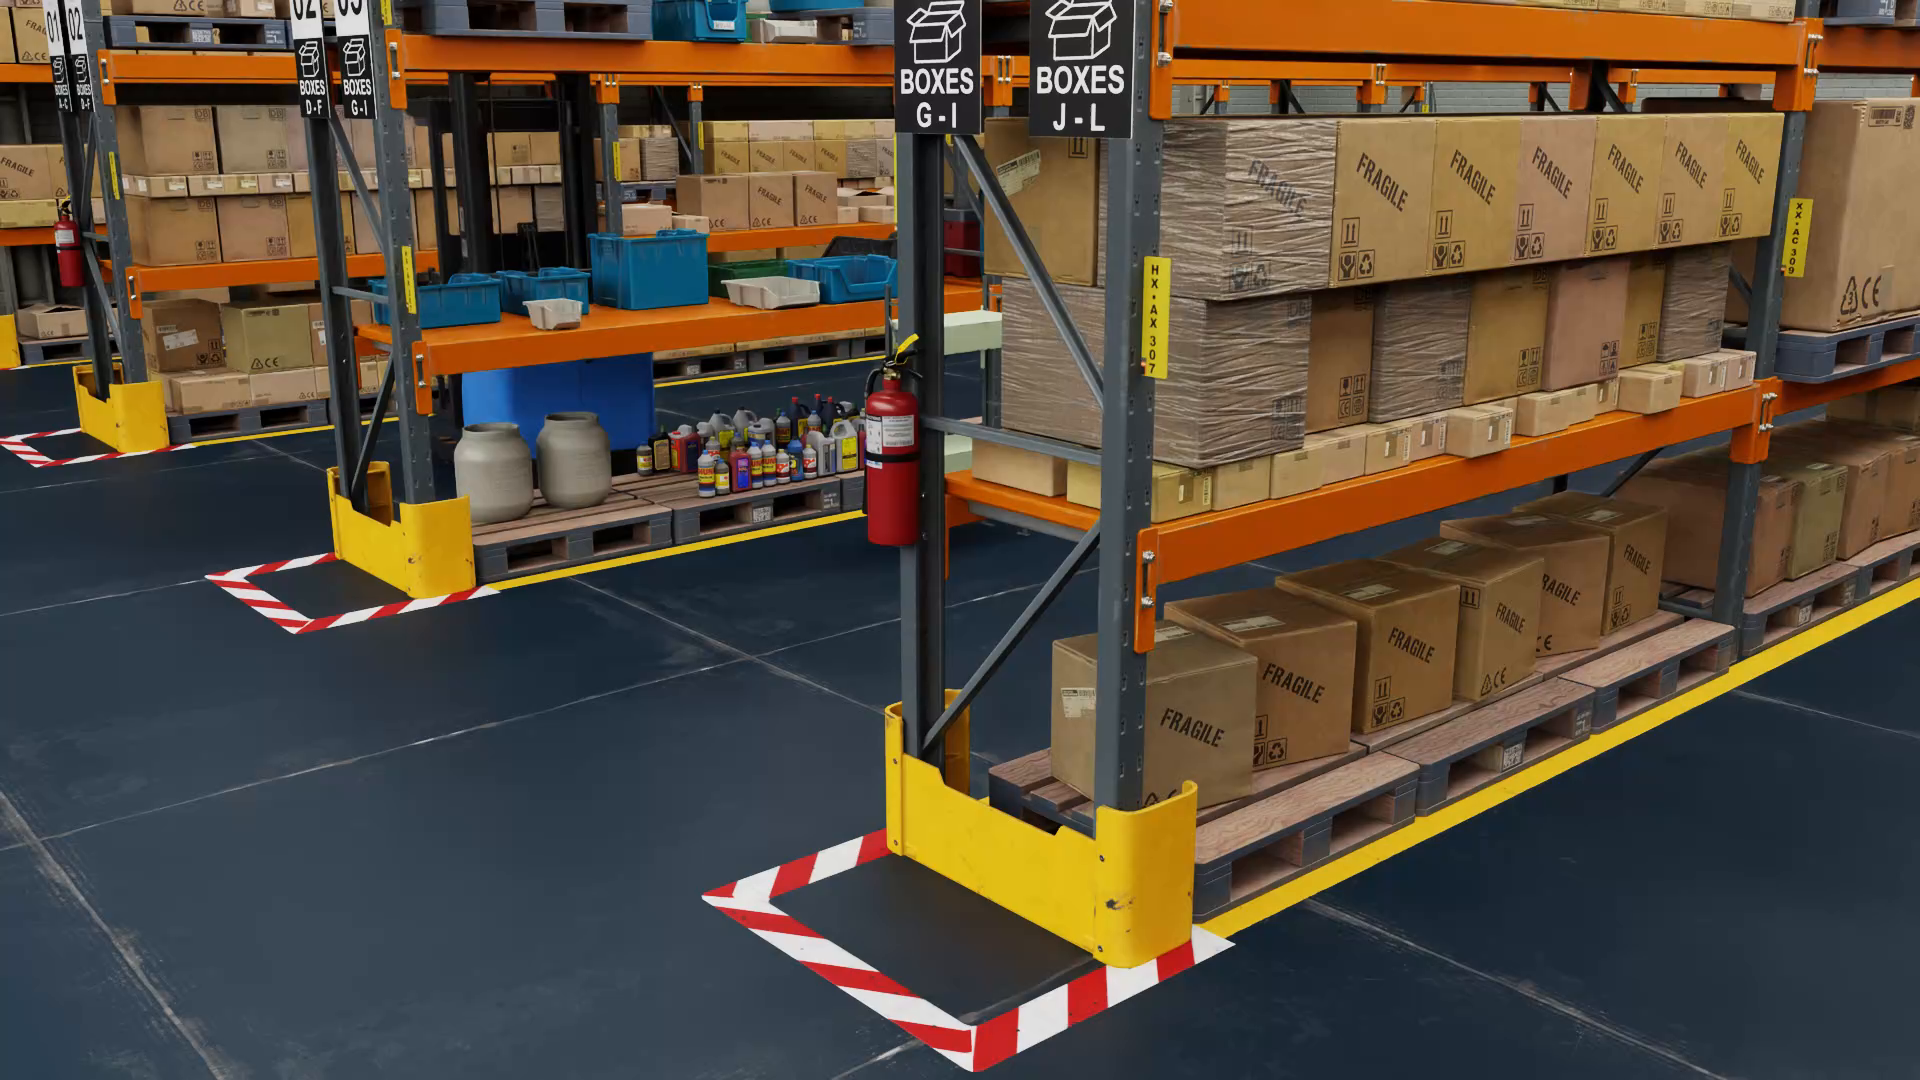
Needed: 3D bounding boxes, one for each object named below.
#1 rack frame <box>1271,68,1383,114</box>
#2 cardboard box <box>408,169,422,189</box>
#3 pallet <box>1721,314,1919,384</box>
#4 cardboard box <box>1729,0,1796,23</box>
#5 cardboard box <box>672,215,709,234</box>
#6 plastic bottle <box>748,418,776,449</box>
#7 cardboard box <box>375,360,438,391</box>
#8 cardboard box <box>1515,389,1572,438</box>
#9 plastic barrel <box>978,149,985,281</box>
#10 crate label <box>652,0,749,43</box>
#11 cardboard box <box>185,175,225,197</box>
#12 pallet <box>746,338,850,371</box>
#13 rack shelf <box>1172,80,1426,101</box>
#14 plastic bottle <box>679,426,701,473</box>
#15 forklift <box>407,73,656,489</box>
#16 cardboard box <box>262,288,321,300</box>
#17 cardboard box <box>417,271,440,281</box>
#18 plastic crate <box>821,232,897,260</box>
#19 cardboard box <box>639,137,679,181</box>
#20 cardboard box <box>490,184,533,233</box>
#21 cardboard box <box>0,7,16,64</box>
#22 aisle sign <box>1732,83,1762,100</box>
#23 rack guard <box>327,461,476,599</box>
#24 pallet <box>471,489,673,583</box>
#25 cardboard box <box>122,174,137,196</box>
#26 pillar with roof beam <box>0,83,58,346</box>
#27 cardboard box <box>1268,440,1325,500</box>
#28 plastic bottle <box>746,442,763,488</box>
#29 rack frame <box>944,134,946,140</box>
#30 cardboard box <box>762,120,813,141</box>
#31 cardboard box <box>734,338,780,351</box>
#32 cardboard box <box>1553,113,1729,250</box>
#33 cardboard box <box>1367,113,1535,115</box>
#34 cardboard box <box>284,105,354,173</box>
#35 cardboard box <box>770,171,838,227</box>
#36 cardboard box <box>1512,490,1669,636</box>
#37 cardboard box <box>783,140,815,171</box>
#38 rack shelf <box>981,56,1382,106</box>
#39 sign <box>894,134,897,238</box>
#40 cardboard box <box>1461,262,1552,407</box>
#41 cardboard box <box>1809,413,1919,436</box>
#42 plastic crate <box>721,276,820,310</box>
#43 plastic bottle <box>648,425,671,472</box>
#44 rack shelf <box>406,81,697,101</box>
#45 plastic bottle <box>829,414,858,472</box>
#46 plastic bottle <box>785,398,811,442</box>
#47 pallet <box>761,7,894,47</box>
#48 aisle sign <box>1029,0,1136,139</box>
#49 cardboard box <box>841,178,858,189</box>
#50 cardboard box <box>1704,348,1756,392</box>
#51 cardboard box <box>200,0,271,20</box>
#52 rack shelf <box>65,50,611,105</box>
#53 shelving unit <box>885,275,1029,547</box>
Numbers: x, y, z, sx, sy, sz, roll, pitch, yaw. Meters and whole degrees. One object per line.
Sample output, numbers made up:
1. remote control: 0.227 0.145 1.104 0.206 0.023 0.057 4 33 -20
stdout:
1. rack frame: 2.958 -2.613 13.719 0.127 3.000 1.000 -13 19 -39
2. cardboard box: -4.530 -2.914 13.395 0.250 0.149 0.380 -12 19 -38
3. pallet: 3.864 -0.979 7.976 1.213 0.211 1.003 -13 19 -39
4. cardboard box: 3.019 -2.220 6.725 0.500 0.250 0.500 -12 19 -37
5. cardboard box: -2.506 -2.889 15.240 0.250 0.149 0.380 -13 19 -39
6. plastic bottle: -1.288 -0.647 10.786 0.135 0.276 0.152 -13 19 -39
7. cardboard box: -4.643 -1.398 13.687 0.500 0.250 0.500 -13 19 -39
8. cardboard box: 2.081 -0.505 6.314 0.250 0.149 0.380 -13 19 -39
9. plastic barrel: 0.431 -2.184 11.142 0.708 0.901 0.600 -13 19 -39
10. crate label: -1.448 -2.888 9.224 0.408 0.251 0.502 -13 19 -39
11. cardboard box: -5.691 -2.654 12.423 0.250 0.149 0.380 -13 20 -41
12. pallet: -1.857 -1.893 16.428 1.213 0.211 1.003 -13 19 -39
13. rack shelf: 4.235 -5.696 20.843 4.000 0.370 1.077 -13 19 -39
14. plastic bottle: -1.701 -0.571 10.486 0.133 0.283 0.061 -13 19 -39
15. forklift: -3.123 -2.005 11.575 1.130 2.935 3.031 -8 17 -28
16. cardboard box: -5.372 -1.780 13.664 0.500 0.500 0.500 -13 19 -39
17. cardboard box: -6.019 -2.997 19.148 0.500 0.500 0.700 -12 19 -38
18. plastic crate: -0.538 -1.841 10.951 0.504 0.338 0.767 -13 19 -39
19. cardboard box: -3.893 -4.721 20.565 0.700 0.500 0.500 13 20 40
20. cardboard box: -4.033 -2.781 14.157 0.500 0.500 0.700 -13 20 -40
21. cardboard box: -9.164 -4.701 15.493 0.500 0.500 0.500 -12 19 -38
22. aisle sign: 8.852 -5.294 18.719 0.004 0.787 0.394 -13 19 -39
23. rack guard: -3.051 -0.072 9.051 0.348 0.500 1.175 -13 19 -39
24. pallet: -2.434 -0.069 9.599 1.213 0.211 1.003 -13 19 -39
25. cardboard box: -6.163 -2.686 12.543 0.250 0.149 0.380 -13 20 -40
26. pillar with roof beam: -6.794 -5.534 13.029 0.400 9.000 9.100 -13 19 -39
27. cardboard box: 0.945 -0.252 5.367 0.250 0.149 0.380 -13 19 -39
28. plastic bottle: -1.246 -0.457 10.081 0.097 0.271 0.097 0 15 0
29. rack frame: -0.528 -5.219 23.476 0.127 3.000 1.000 -13 19 -39
30. cardboard box: -2.254 -5.309 21.550 0.500 0.250 0.500 -12 19 -39
31. cardboard box: -2.066 -1.969 15.824 0.500 0.250 0.500 -13 20 -41
32. cardboard box: 2.657 -1.431 6.588 0.500 0.500 0.500 -13 19 -39
33. cardboard box: 1.932 -1.450 6.657 0.500 0.500 0.500 -13 19 -39
34. cardboard box: -5.152 -3.159 13.056 0.500 0.500 0.700 -13 19 -39
35. cardboard box: -1.546 -3.339 16.243 0.500 0.500 0.500 -14 20 -42
36. cardboard box: 2.864 0.094 7.616 0.500 0.500 0.500 -13 20 -41
37. cardboard box: -2.235 -4.946 21.647 0.500 0.500 0.500 -13 20 -40
38. rack shelf: 1.449 -3.376 12.156 4.000 0.370 1.077 -13 19 -39
39. sign: -0.175 -1.117 5.263 0.005 0.325 0.100 -13 19 -39
40. cardboard box: 1.696 -0.840 6.312 0.500 0.500 0.875 -13 19 -39
41. cardboard box: 5.307 -0.440 9.574 0.700 0.500 0.500 14 20 42
42. plastic crate: -1.118 -1.483 10.002 0.437 0.136 0.530 -13 19 -39
43. plastic bottle: -1.903 -0.578 10.511 0.133 0.283 0.061 -12 19 -38
44. rack shelf: -5.054 -5.304 19.377 4.000 0.370 1.077 -13 19 -39
45. plastic bottle: -0.745 -0.616 10.522 0.185 0.351 0.144 -13 20 -40
46. plastic bottle: -1.083 -0.780 11.138 0.185 0.351 0.144 -14 20 -42
47. pallet: -0.540 -3.152 10.291 1.003 0.211 1.213 -13 19 -39
48. aisle sign: 0.324 -1.480 4.442 0.004 0.787 0.394 -13 19 -39
49. cardboard box: -1.584 -4.788 22.312 0.250 0.149 0.380 -13 20 -41
50. cardboard box: 3.223 -0.756 7.254 0.250 0.149 0.380 -13 19 -39
51. cardboard box: -5.630 -4.116 12.740 0.500 0.250 0.500 -13 19 -39
52. rack shelf: -4.817 -3.663 13.232 4.000 0.370 1.077 -13 19 -39
53. shelving unit: -0.005 -0.723 9.552 0.755 1.500 0.431 -13 19 -39
